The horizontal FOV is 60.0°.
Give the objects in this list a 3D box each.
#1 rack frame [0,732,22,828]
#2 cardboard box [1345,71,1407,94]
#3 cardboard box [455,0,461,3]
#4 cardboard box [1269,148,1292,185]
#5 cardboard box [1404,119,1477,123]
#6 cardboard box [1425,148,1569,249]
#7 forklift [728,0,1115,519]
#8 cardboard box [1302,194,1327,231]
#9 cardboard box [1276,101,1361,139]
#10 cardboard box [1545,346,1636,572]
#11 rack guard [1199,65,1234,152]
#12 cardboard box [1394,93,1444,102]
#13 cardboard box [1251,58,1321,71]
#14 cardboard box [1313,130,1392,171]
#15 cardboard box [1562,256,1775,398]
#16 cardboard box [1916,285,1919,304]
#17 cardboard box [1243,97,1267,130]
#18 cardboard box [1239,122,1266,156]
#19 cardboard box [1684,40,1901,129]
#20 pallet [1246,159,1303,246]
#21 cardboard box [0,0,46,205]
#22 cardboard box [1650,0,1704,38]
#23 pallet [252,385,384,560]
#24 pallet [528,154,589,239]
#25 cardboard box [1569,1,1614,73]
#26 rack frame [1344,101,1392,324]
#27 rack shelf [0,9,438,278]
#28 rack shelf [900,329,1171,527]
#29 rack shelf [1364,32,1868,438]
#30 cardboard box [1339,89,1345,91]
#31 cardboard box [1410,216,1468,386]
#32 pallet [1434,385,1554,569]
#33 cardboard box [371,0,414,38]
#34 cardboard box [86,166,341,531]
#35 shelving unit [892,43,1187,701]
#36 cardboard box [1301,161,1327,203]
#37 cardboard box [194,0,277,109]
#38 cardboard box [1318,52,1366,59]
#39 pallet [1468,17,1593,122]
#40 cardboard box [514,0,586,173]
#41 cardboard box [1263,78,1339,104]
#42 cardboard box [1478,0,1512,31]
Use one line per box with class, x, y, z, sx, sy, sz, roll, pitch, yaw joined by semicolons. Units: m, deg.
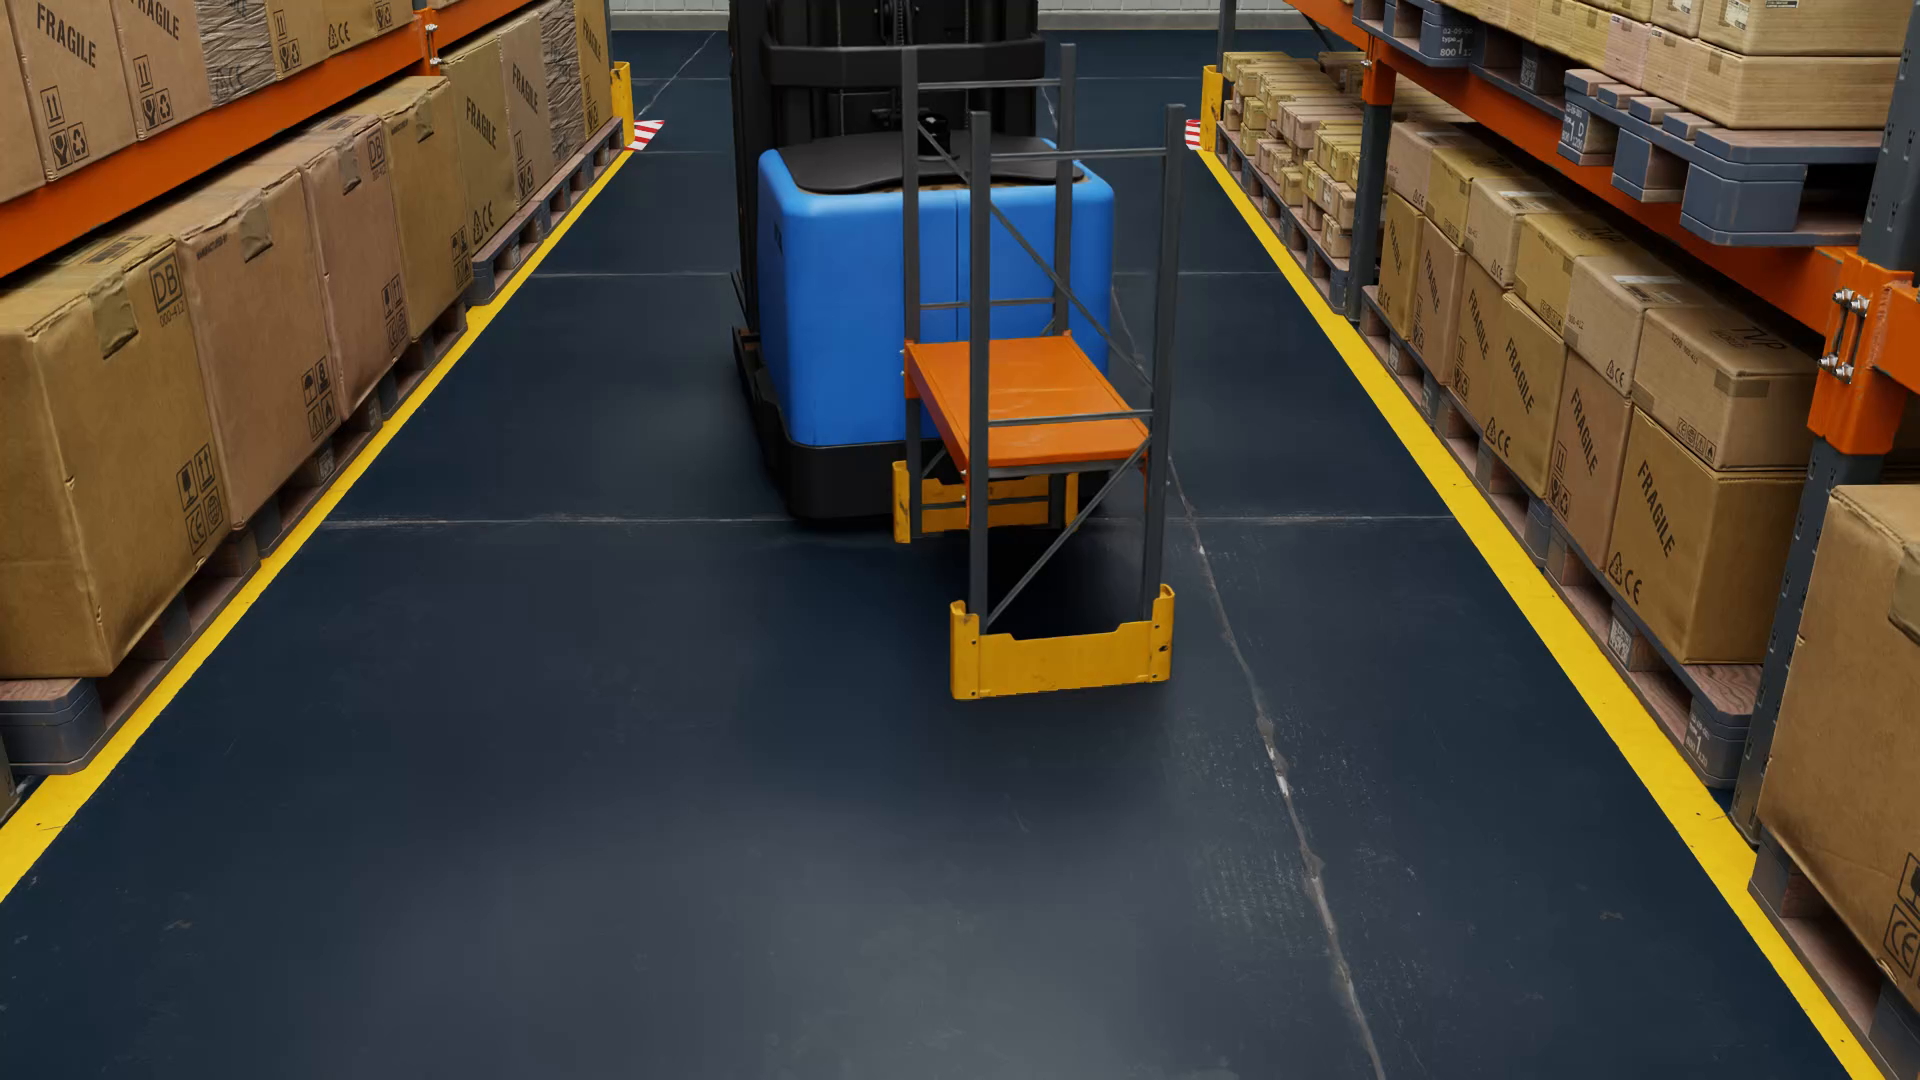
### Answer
rack frame;-2.691;-0.722;3.205;1.000;3.000;0.127;0;24;-1
cardboard box;2.456;-2.628;9.649;0.380;0.149;0.250;-1;24;-3
cardboard box;-2.409;-2.487;7.414;0.380;0.149;0.250;-1;24;-2
cardboard box;1.898;-2.036;9.063;0.380;0.149;0.250;0;24;-1
cardboard box;2.408;-1.982;8.220;0.380;0.149;0.250;-1;24;-2
cardboard box;1.978;-1.219;5.920;0.500;0.250;0.500;0;24;1
forklift;-0.316;-1.982;6.077;1.130;2.935;3.031;-5;25;-11
cardboard box;1.894;-1.619;8.140;0.380;0.149;0.250;-1;24;-2
cardboard box;1.874;-2.196;8.694;0.380;0.149;0.250;-1;24;-2
cardboard box;1.999;-0.239;4.661;0.500;0.500;0.500;1;24;2
rack guard;2.183;-2.828;10.897;1.175;0.500;0.348;0;24;-1
cardboard box;2.438;-2.301;8.925;0.380;0.149;0.250;0;24;0
cardboard box;1.971;-2.832;10.099;0.380;0.149;0.250;0;24;0
cardboard box;1.909;-1.867;7.966;0.380;0.149;0.250;0;24;-1
cardboard box;1.983;-0.585;4.517;0.500;0.250;0.500;0;24;0
cardboard box;2.004;-0.562;2.730;0.500;0.500;0.500;0;24;0
cardboard box;1.863;-2.490;9.704;0.380;0.149;0.250;0;24;1
cardboard box;1.855;-2.358;9.774;0.380;0.149;0.250;0;24;0
cardboard box;1.804;-0.980;3.573;0.380;0.149;0.250;0;24;0
pallet;2.167;-1.860;9.107;1.003;0.211;1.213;0;24;-1
cardboard box;-2.425;-0.969;3.630;0.500;0.500;0.500;0;24;1
cardboard box;1.804;-1.226;3.755;0.380;0.149;0.250;1;24;1
pallet;-2.635;-0.278;5.608;1.003;0.211;1.213;0;24;-1
pallet;-2.681;-1.917;9.232;1.003;0.211;1.213;0;24;-1
cardboard box;1.801;-1.291;4.260;0.380;0.149;0.250;-1;24;-1
rack frame;2.226;-2.350;6.807;1.000;3.000;0.127;0;24;-1
rack shelf;-2.713;-1.218;5.176;1.077;0.370;4.000;0;24;-1
rack shelf;0.176;-0.337;4.611;0.538;0.185;1.000;-4;25;-10
rack shelf;2.247;-1.199;5.133;1.077;0.370;4.000;0;24;-1
cardboard box;2.422;-2.702;10.174;0.380;0.149;0.250;-1;24;-2
cardboard box;1.976;-0.879;6.078;0.500;0.500;0.500;1;24;2
pallet;2.252;-0.255;5.558;1.003;0.211;1.213;0;24;-1
cardboard box;-2.457;-2.224;6.406;0.500;0.500;0.500;0;24;0
cardboard box;-2.680;-0.597;4.998;1.225;0.875;0.875;0;24;0
shelving unit;0.174;-0.504;4.545;0.587;1.500;1.083;-4;25;-10
cardboard box;1.868;-1.729;8.021;0.380;0.149;0.250;-1;24;-2
cardboard box;-2.445;-1.598;5.022;0.500;0.500;0.500;0;24;0
cardboard box;2.441;-2.945;10.350;0.380;0.149;0.250;0;24;0
pallet;2.207;-1.430;5.005;1.003;0.211;1.213;0;24;-1
cardboard box;-2.682;-2.603;9.434;0.875;0.875;0.875;0;24;-1
cardboard box;1.925;-2.511;9.390;0.380;0.149;0.250;1;24;2
cardboard box;1.789;-1.621;4.990;0.380;0.149;0.250;-1;24;-3
